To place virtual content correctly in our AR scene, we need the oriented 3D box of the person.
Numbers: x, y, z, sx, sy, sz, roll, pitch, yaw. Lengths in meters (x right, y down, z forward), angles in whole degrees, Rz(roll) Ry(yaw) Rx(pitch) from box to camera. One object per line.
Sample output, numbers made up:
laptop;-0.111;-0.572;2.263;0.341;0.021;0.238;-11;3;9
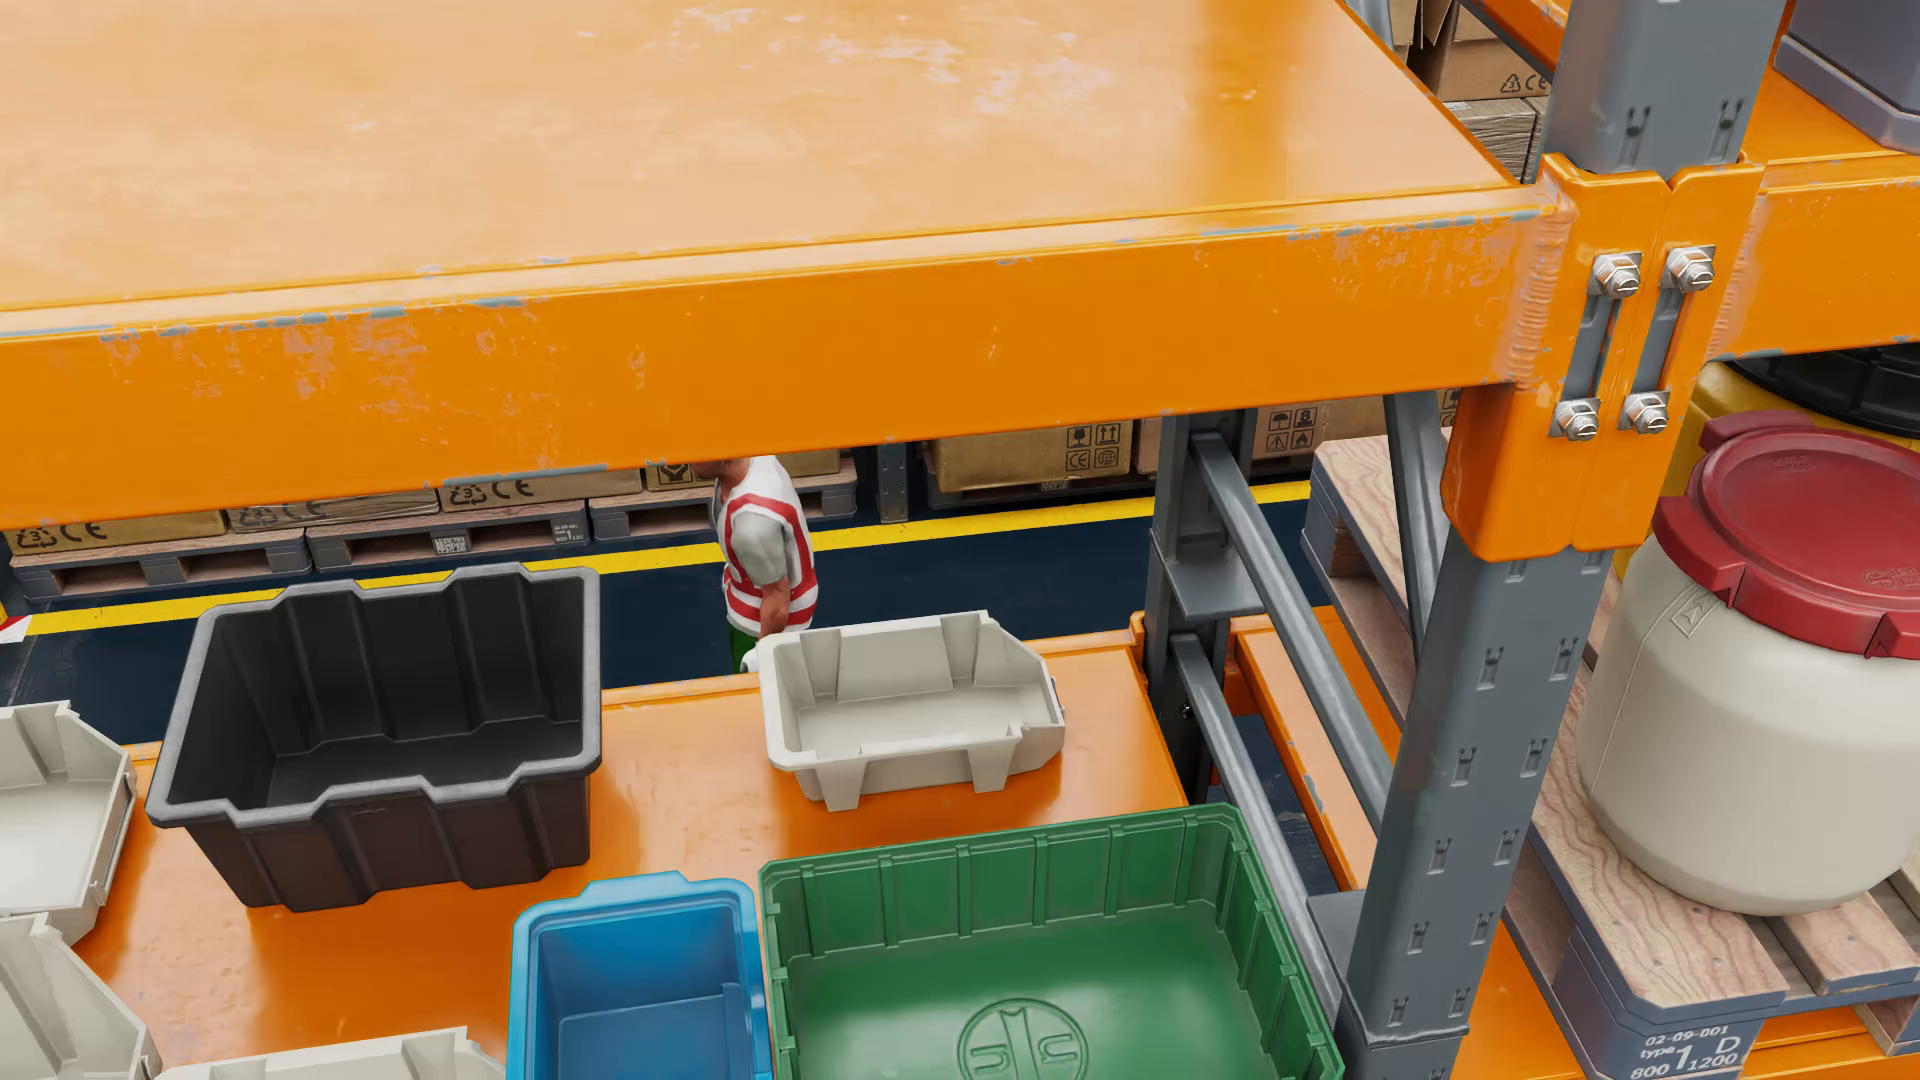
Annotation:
person;-0.731;0.240;5.839;0.453;1.777;0.609;-8;39;-10
